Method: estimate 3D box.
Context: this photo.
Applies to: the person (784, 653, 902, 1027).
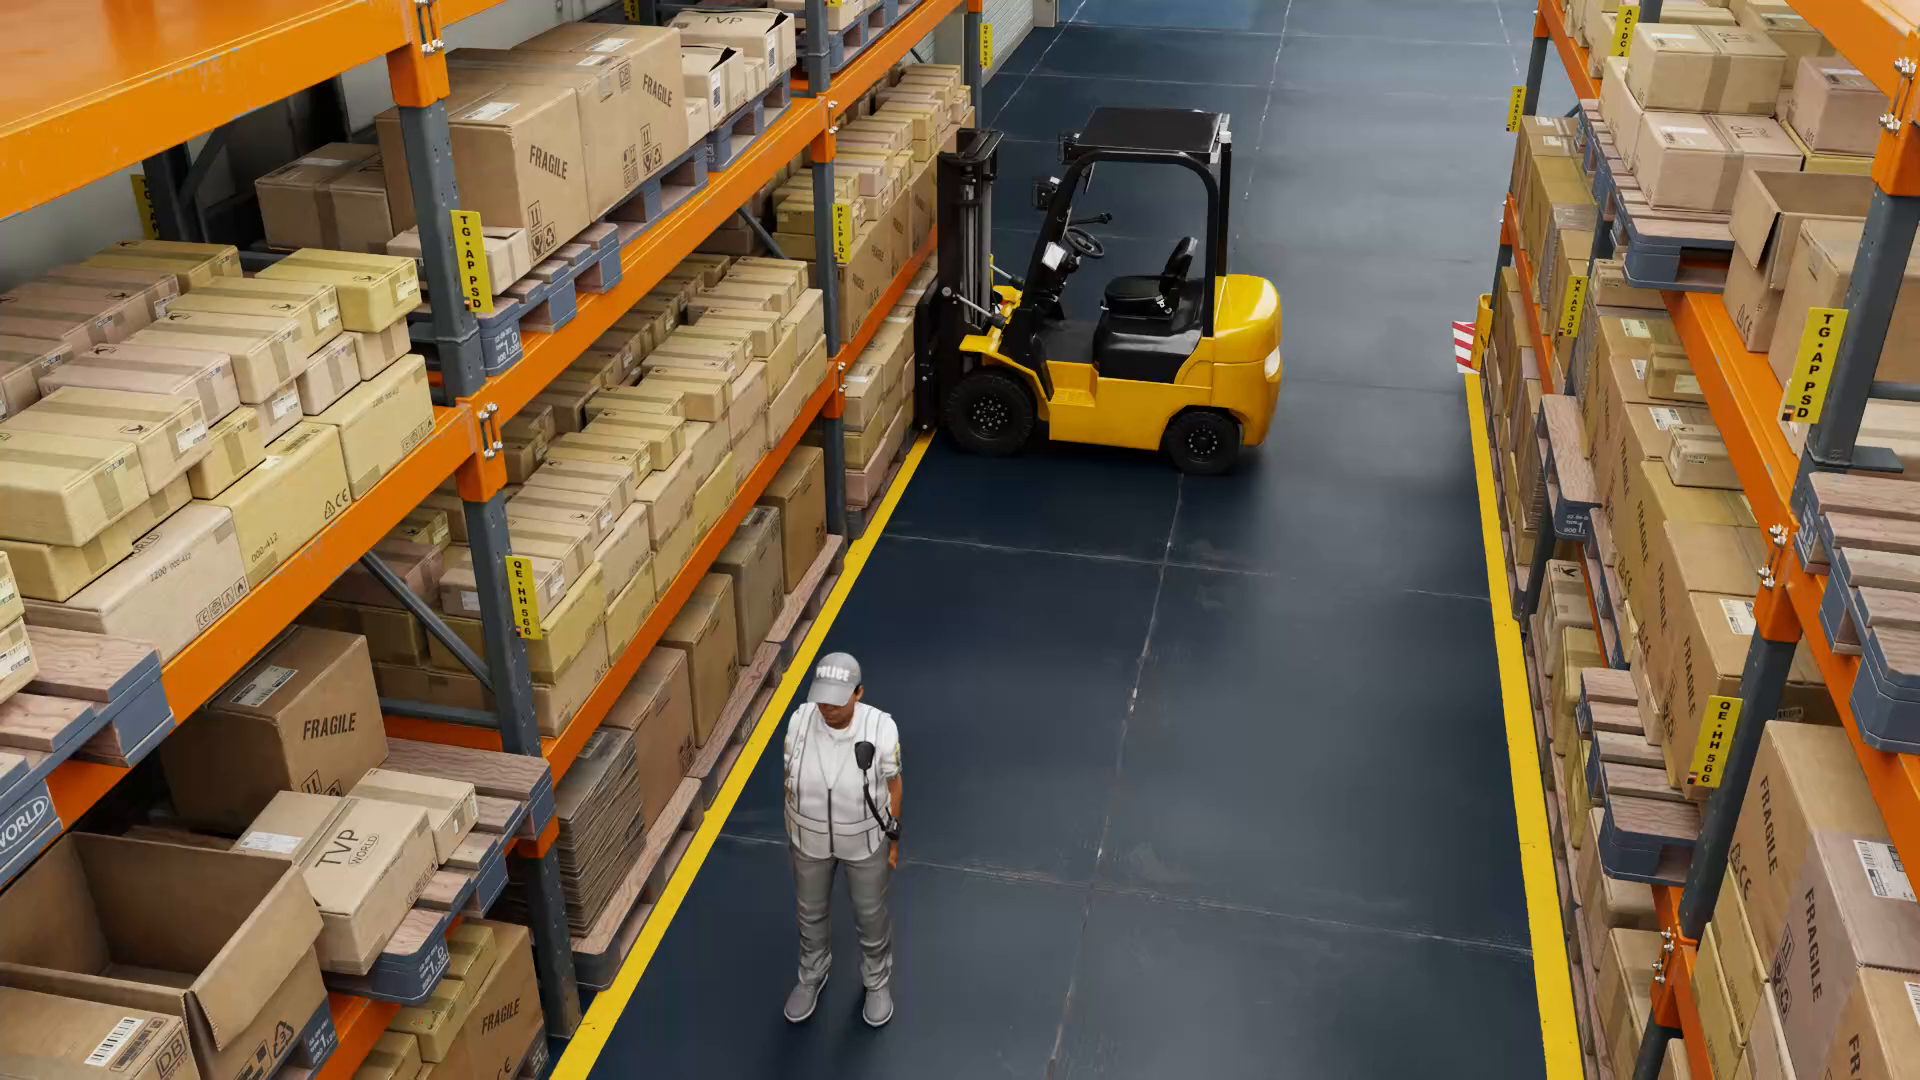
[{"bbox_3d":[-0.469,1.166,6.504,0.483,1.668,0.395,3,29,5],"label":"person"}]
